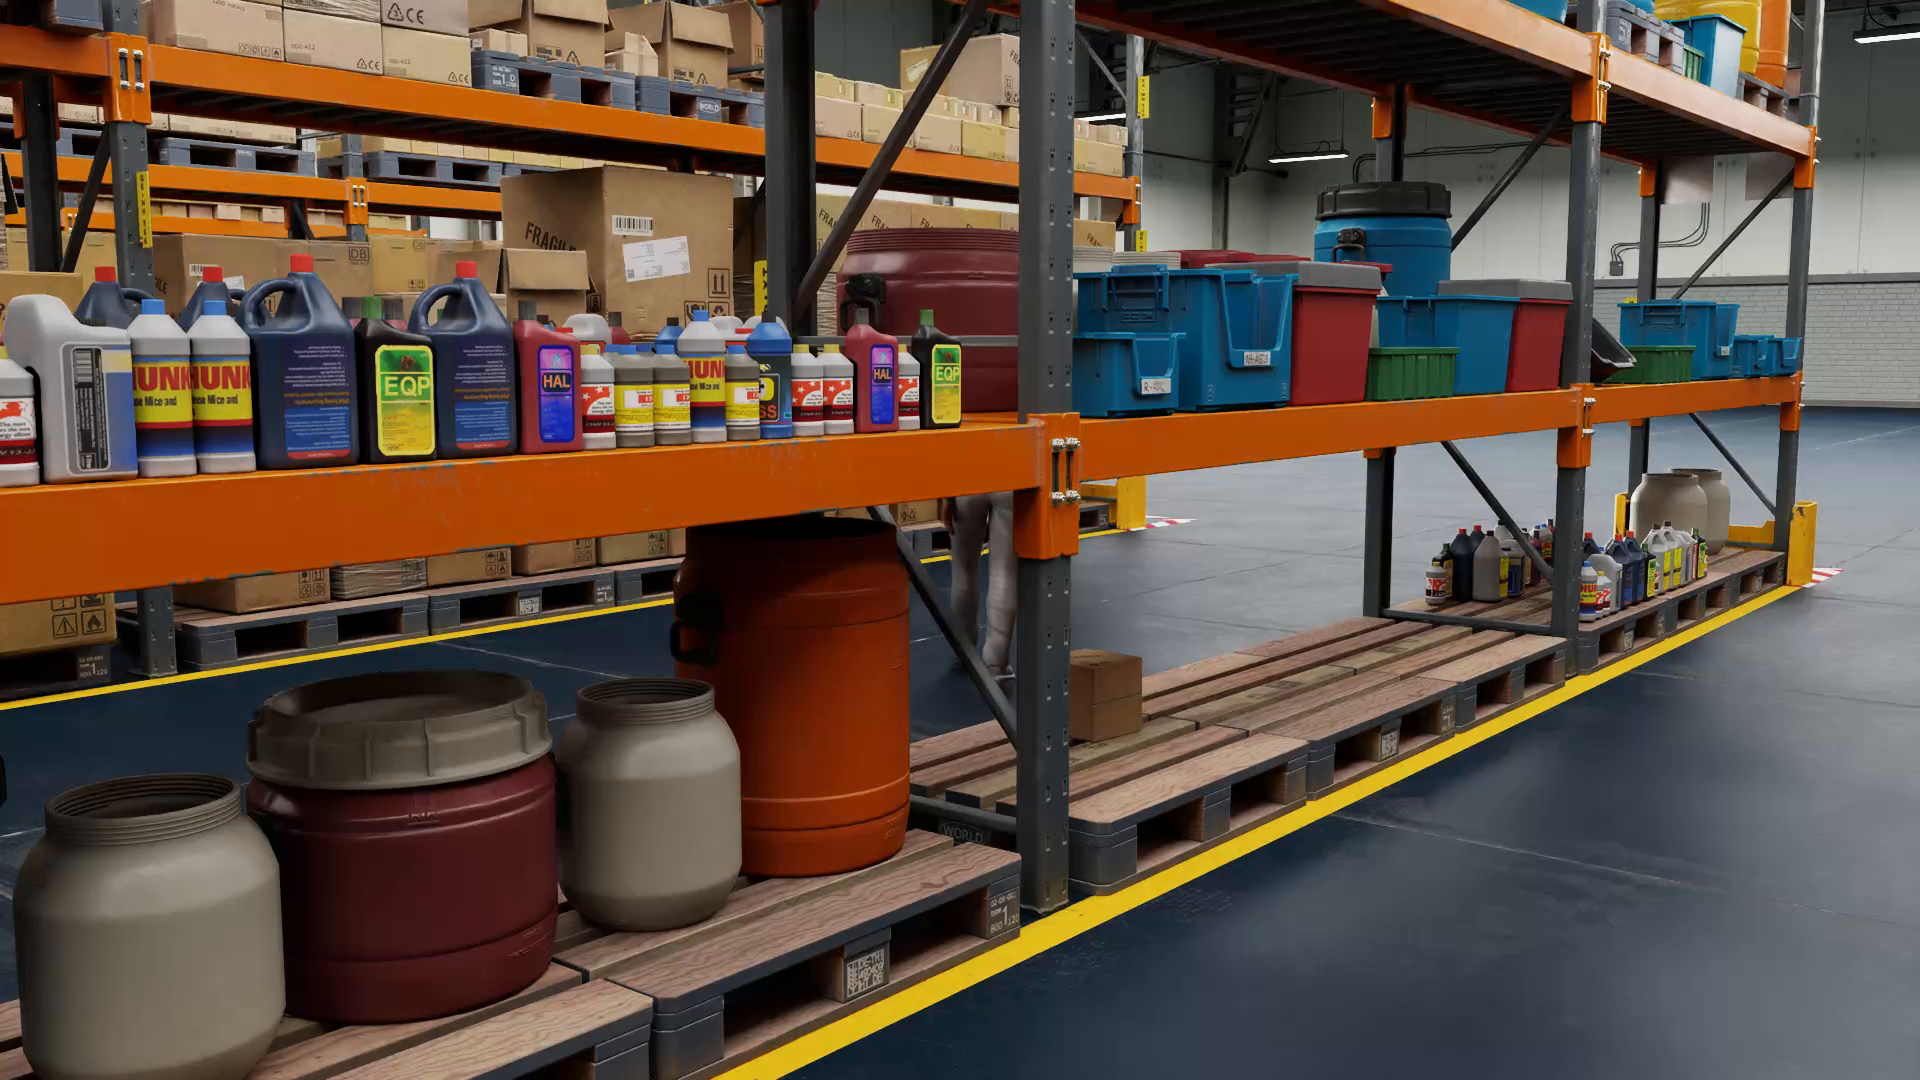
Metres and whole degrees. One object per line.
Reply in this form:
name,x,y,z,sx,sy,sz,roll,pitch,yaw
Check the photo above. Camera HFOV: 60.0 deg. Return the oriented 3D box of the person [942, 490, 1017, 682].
person,0.136,-0.224,7.435,0.460,1.664,0.902,0,7,1
